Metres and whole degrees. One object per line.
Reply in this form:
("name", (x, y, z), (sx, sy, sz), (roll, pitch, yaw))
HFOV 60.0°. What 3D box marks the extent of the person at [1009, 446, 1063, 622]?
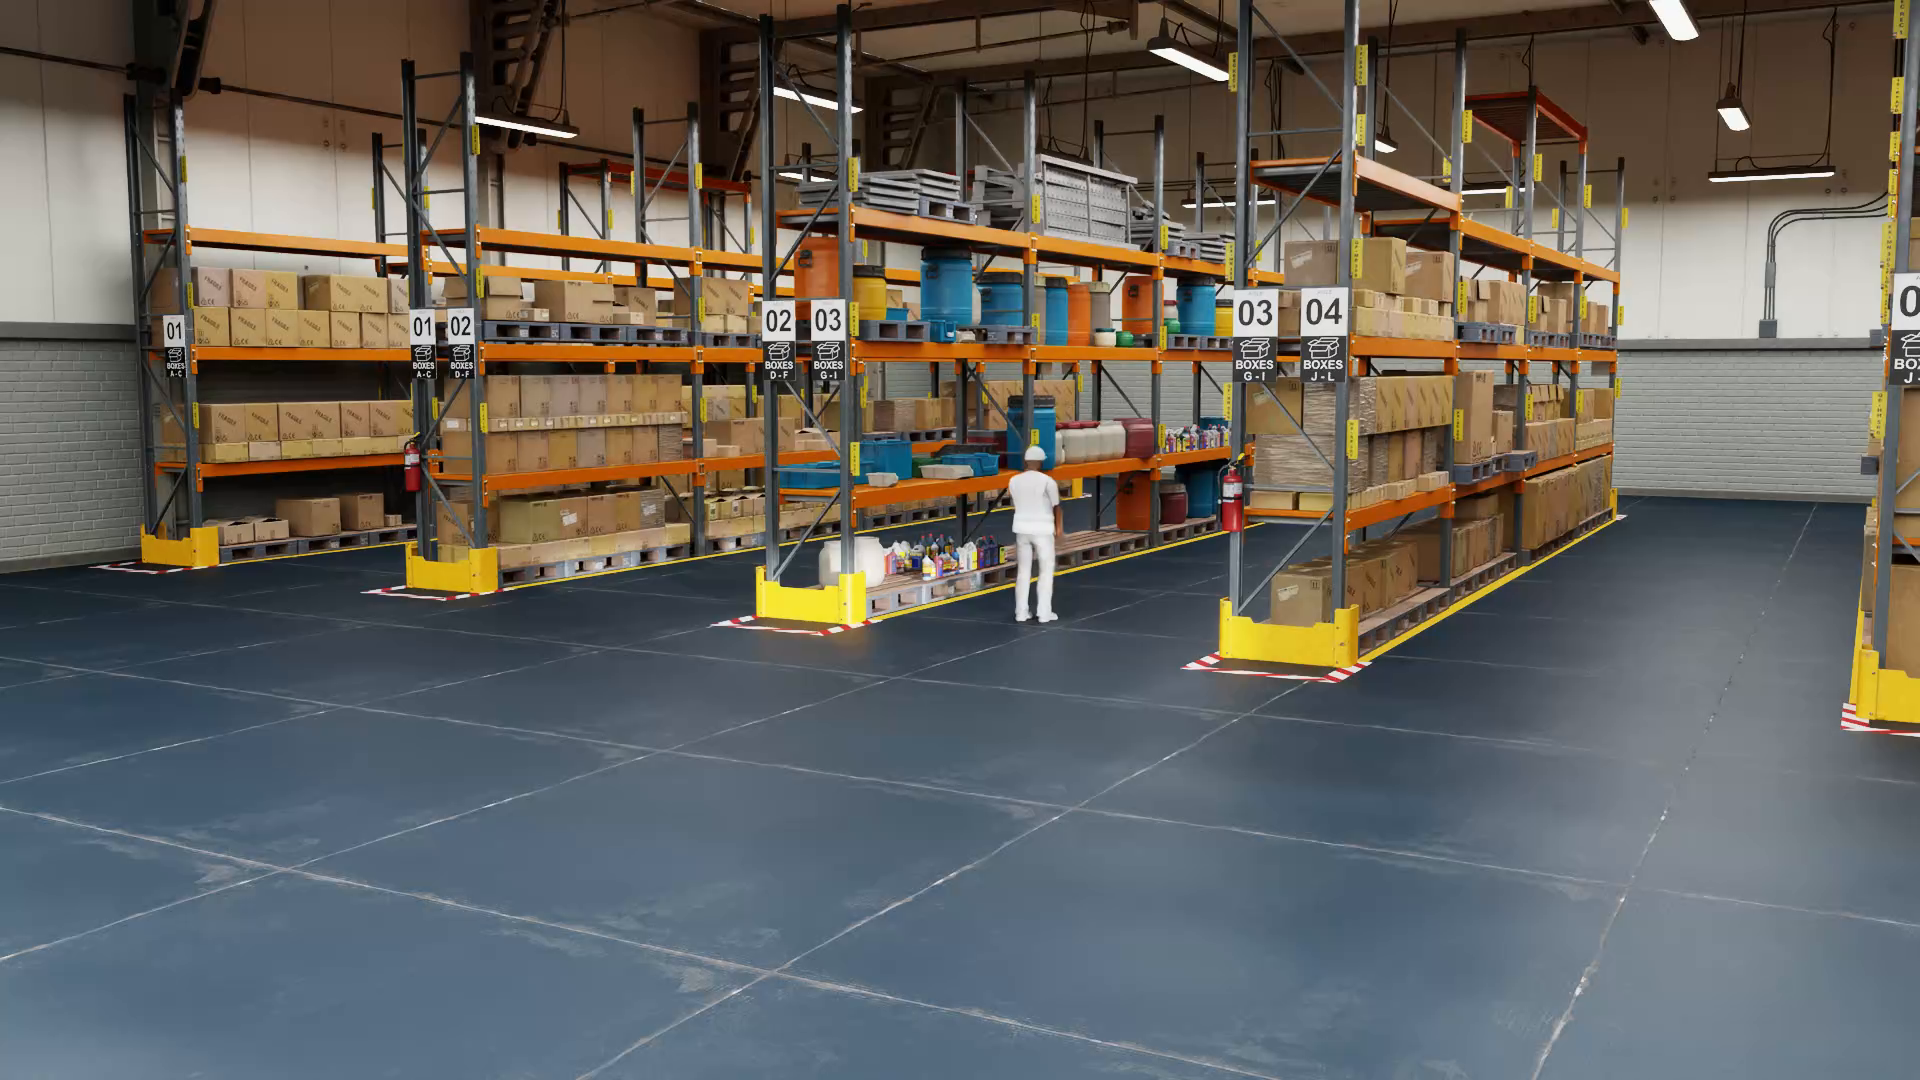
("person", (0.782, -0.073, 16.753), (0.505, 1.761, 0.575), (3, 7, 28))
